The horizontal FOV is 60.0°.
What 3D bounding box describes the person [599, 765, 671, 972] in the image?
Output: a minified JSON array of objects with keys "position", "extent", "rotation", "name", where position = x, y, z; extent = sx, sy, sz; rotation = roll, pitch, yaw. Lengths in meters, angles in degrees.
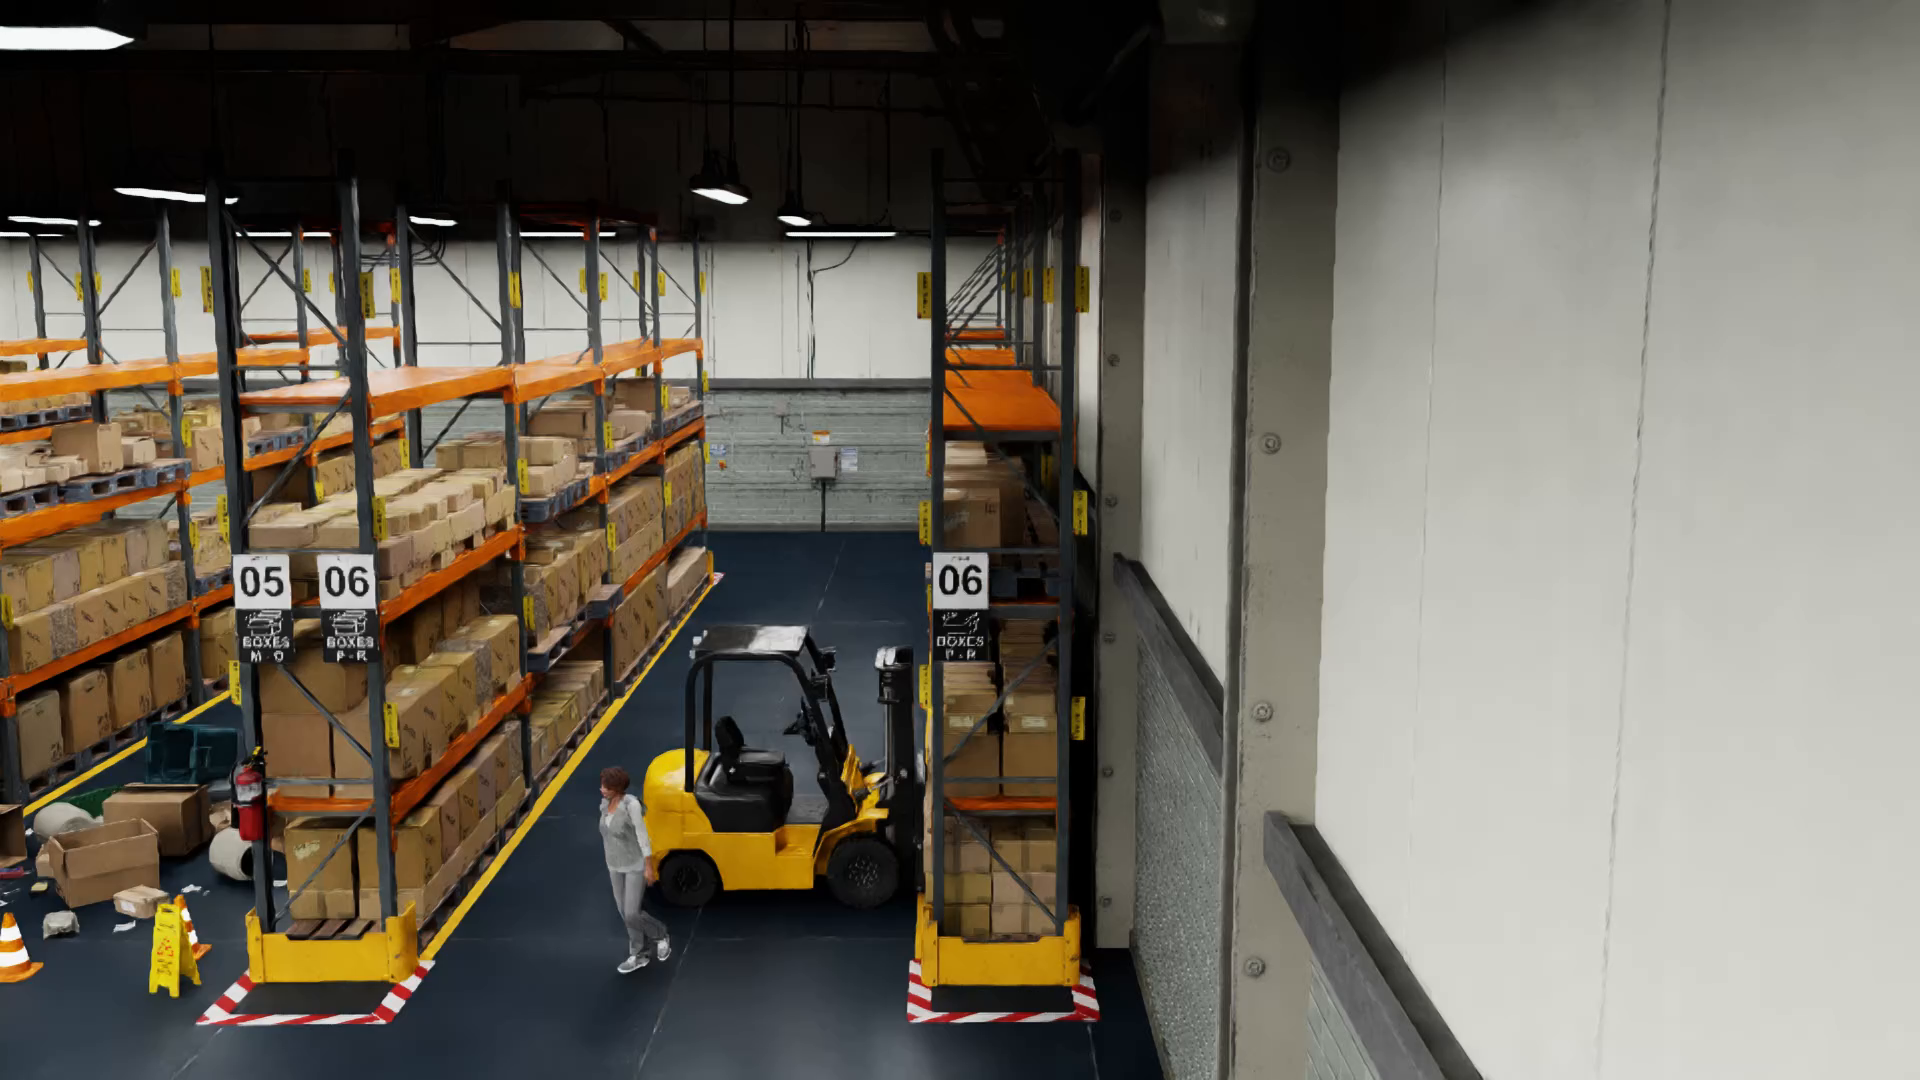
[{"position":[-2.419,2.427,12.363],"extent":[0.475,1.589,0.474],"rotation":[7,12,39],"name":"person"}]
